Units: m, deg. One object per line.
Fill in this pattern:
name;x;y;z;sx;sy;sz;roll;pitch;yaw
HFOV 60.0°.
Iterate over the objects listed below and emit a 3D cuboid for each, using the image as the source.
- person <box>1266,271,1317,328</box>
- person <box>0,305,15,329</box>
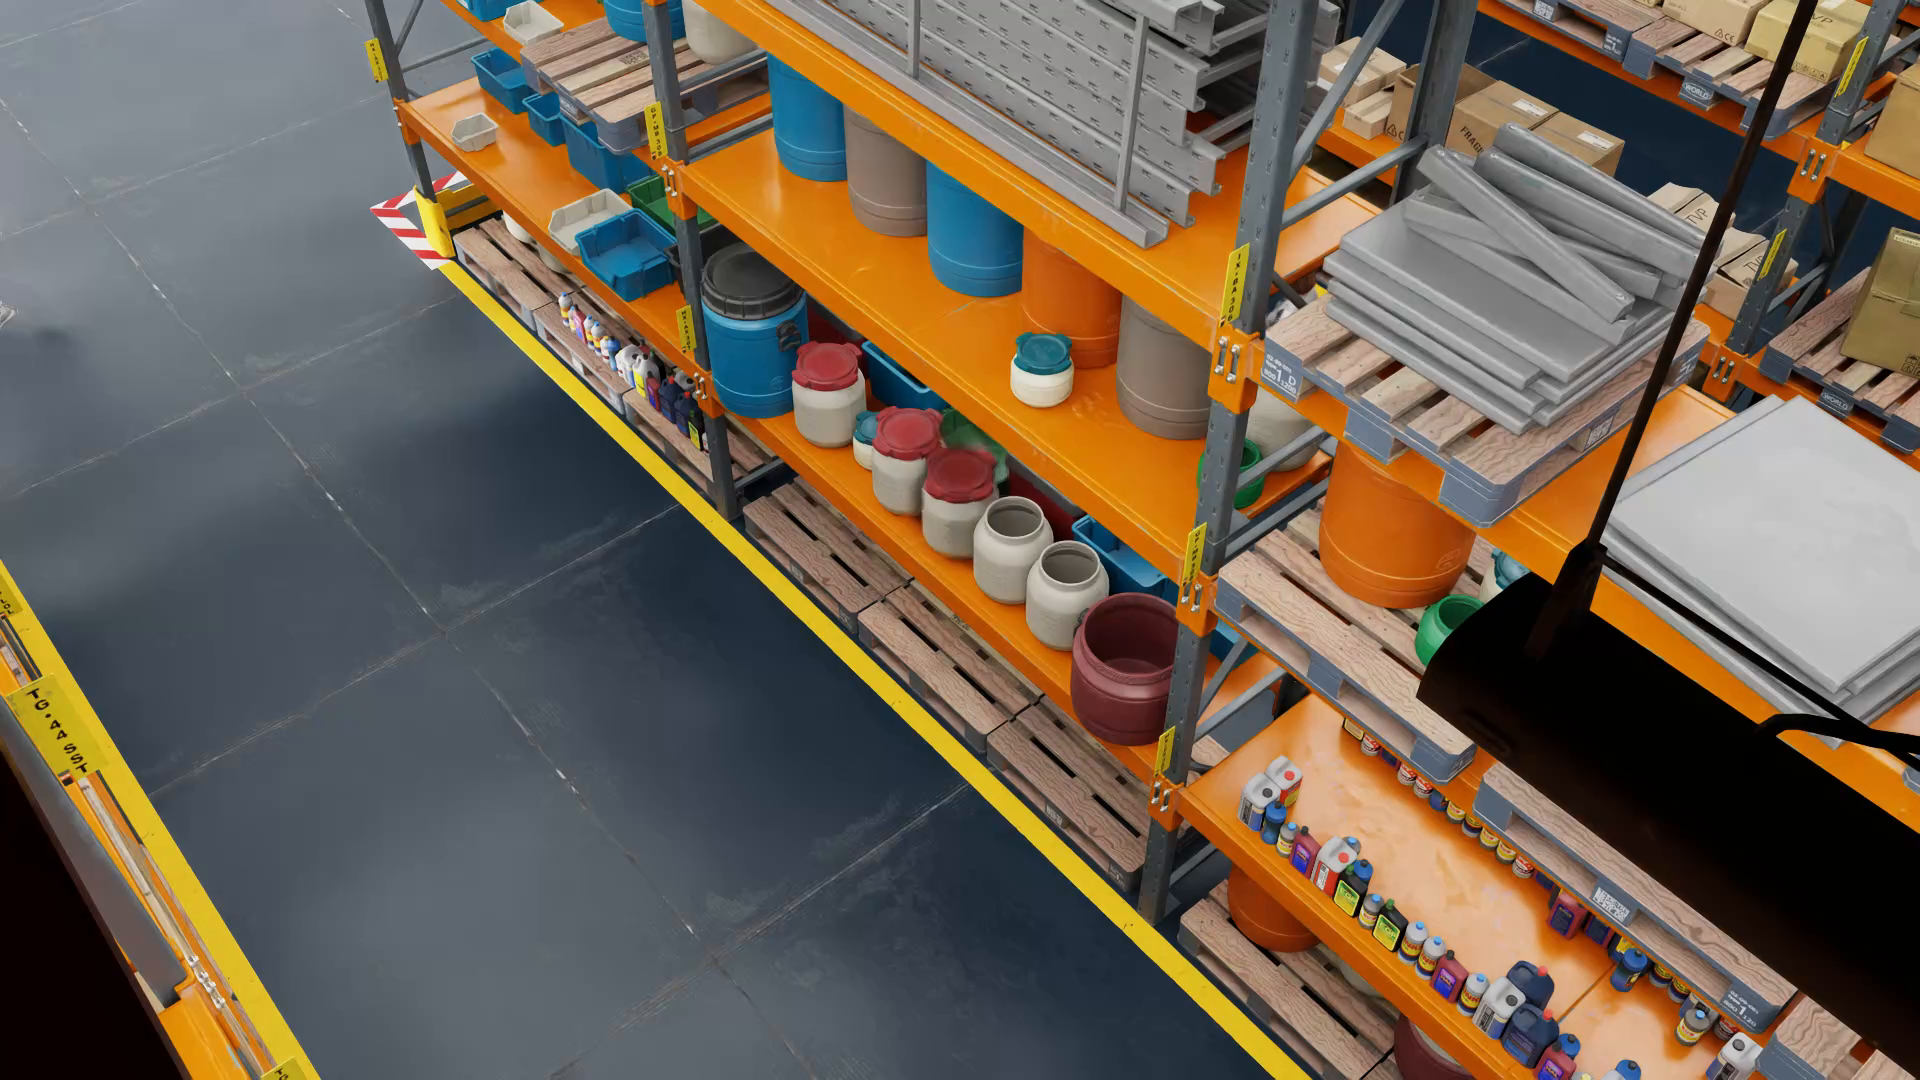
person;2.113;-1.229;11.052;0.969;1.543;0.454;20;50;18
person;-7.463;-2.139;11.873;0.848;1.647;0.522;-9;47;-9
